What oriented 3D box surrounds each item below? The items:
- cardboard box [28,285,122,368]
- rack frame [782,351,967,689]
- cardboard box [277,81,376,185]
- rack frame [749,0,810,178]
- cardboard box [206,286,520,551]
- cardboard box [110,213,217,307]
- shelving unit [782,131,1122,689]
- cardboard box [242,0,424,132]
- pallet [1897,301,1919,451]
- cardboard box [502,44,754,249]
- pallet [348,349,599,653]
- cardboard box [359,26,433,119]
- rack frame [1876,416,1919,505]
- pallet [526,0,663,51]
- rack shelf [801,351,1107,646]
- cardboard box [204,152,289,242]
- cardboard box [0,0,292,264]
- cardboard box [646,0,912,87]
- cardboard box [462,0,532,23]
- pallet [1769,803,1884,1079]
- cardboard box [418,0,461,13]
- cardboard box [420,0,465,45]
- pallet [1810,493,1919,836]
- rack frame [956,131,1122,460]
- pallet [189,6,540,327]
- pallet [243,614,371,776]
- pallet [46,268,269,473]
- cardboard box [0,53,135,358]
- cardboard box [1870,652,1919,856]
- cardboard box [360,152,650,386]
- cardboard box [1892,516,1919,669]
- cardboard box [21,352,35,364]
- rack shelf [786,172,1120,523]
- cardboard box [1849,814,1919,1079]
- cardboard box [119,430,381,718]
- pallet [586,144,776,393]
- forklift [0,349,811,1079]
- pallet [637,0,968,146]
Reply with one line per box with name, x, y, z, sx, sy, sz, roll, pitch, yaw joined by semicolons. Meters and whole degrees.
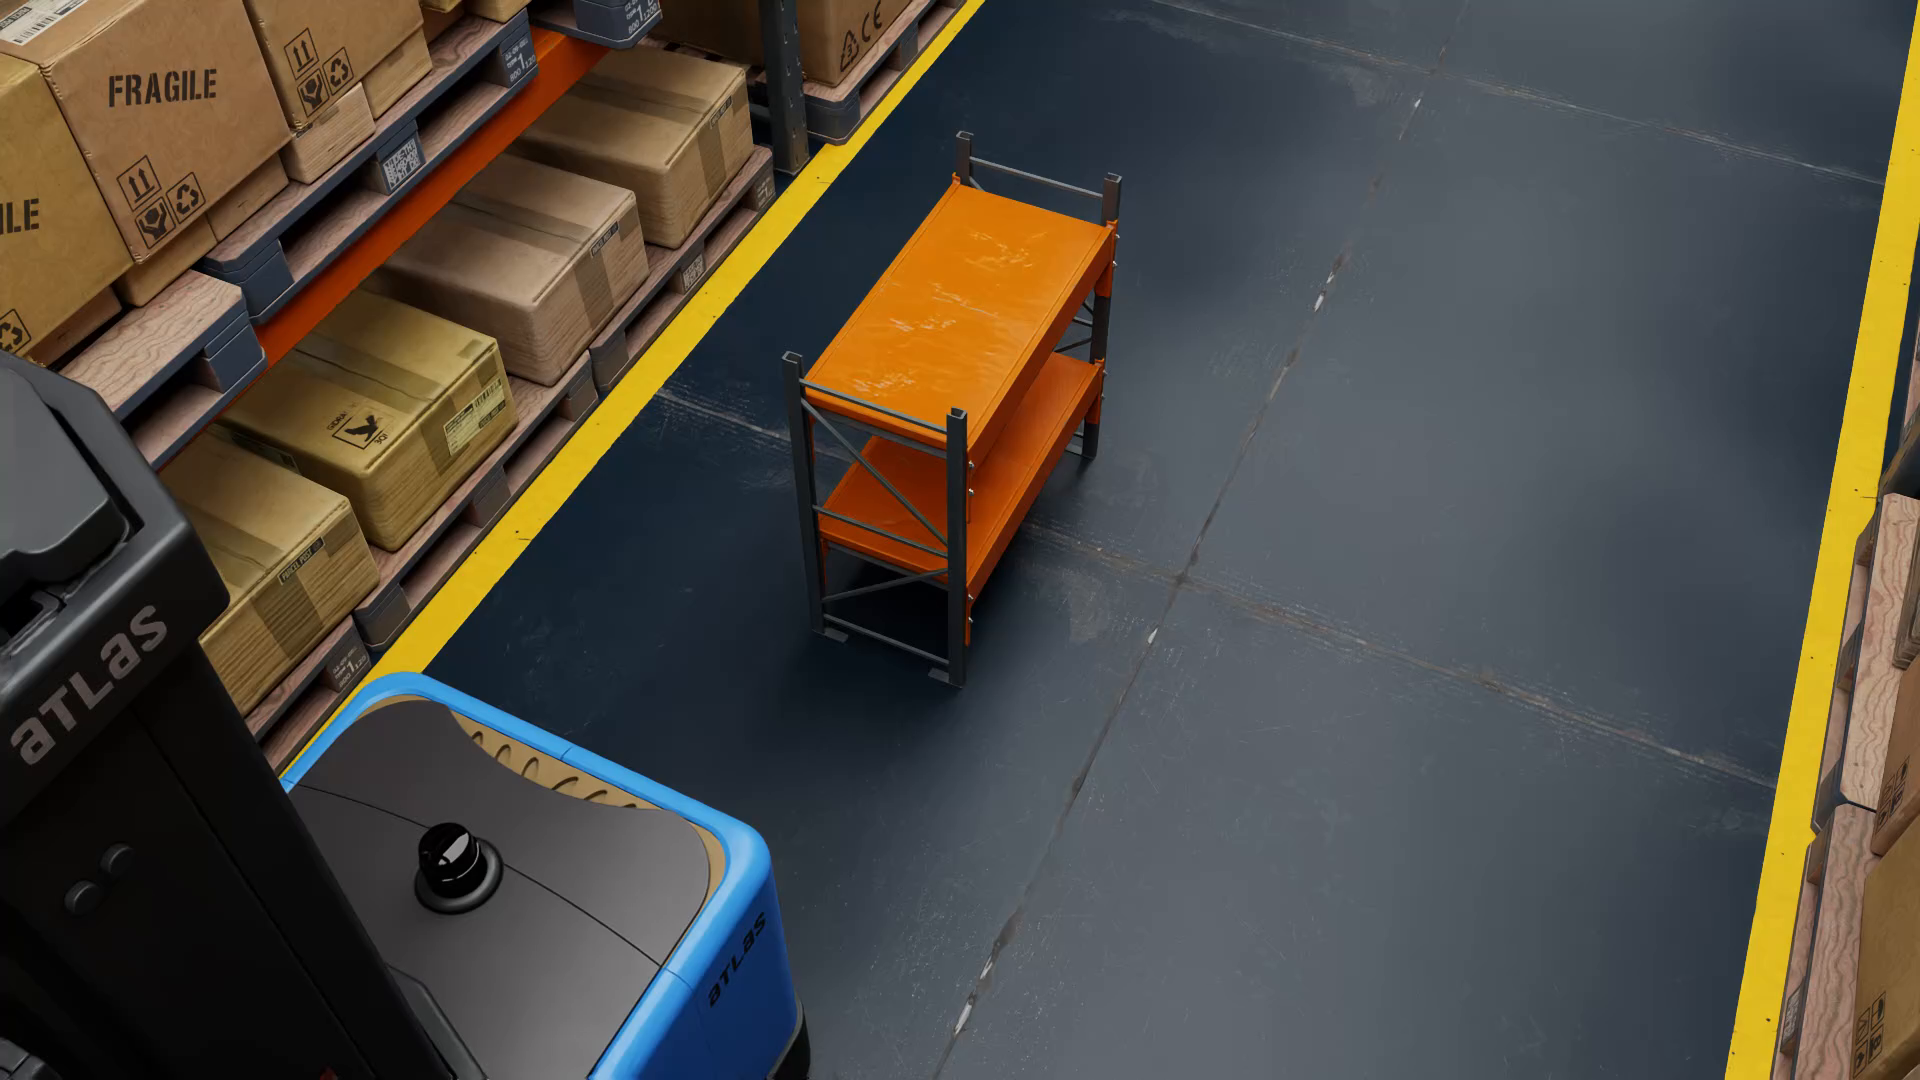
cardboard box;-2.086;-0.547;3.635;0.380;0.149;0.250;23;53;18
rack frame;-0.214;-0.019;4.528;0.500;1.125;0.032;20;52;16
cardboard box;-1.670;-1.046;4.060;0.380;0.149;0.250;22;53;17
rack frame;-1.065;-2.579;5.475;1.000;3.000;0.127;20;52;16
cardboard box;-1.953;-0.447;5.110;0.950;0.372;0.625;21;53;17
cardboard box;-1.938;-0.710;3.774;0.380;0.149;0.250;21;53;17
shelving unit;0.003;-0.369;4.826;0.538;1.125;1.048;20;52;16
cardboard box;-1.668;-1.358;3.899;0.500;0.500;0.500;18;52;15
pallet;3.778;-0.565;5.592;1.003;0.211;1.213;20;52;16
cardboard box;-1.315;-1.478;5.988;0.950;0.372;0.625;17;52;14
pallet;-1.923;-0.301;5.368;1.003;0.211;1.213;20;52;16
cardboard box;-1.583;-1.239;4.224;0.380;0.149;0.250;18;52;15
rack frame;3.424;-0.967;4.103;1.000;3.000;0.127;20;52;16
pallet;-1.273;-1.992;5.101;1.213;0.211;1.003;20;52;16
rack shelf;0.003;-0.211;5.012;0.538;0.278;1.000;20;52;16
cardboard box;-1.831;-0.880;3.918;0.380;0.149;0.250;20;53;16
cardboard box;-1.877;-1.000;3.595;0.500;0.500;0.500;20;52;16
cardboard box;-0.695;-2.476;6.506;0.875;0.875;0.875;19;52;16
cardboard box;-1.328;-1.571;4.506;0.380;0.149;0.250;21;53;17
pallet;2.515;1.328;3.981;1.003;0.211;1.213;20;52;16
cardboard box;-1.433;-1.733;4.219;0.500;0.500;0.500;17;52;14
cardboard box;-1.550;-1.439;4.394;0.380;0.149;0.250;20;53;16
pallet;3.037;0.491;4.694;1.003;0.211;1.213;20;52;16
rack frame;0.220;-0.719;5.123;0.500;1.125;0.032;20;52;16
pallet;-1.874;-1.141;4.377;1.003;0.211;1.213;20;52;16
pallet;-2.443;0.542;4.650;1.003;0.211;1.213;20;52;16
pallet;-2.316;-0.242;3.612;1.003;0.211;1.213;20;52;16
cardboard box;-2.101;-0.665;3.309;0.500;0.500;0.500;20;52;16
cardboard box;2.874;0.544;4.101;0.875;0.625;0.625;21;53;17
cardboard box;-1.623;-0.967;5.553;0.950;0.372;0.625;19;52;15
cardboard box;3.146;0.092;4.486;0.875;0.625;0.625;21;53;17
cardboard box;-2.137;-0.327;3.448;0.380;0.149;0.250;21;53;17
rack shelf;0.003;-0.559;4.603;0.538;0.278;1.000;20;52;16
cardboard box;2.586;1.008;3.706;0.875;0.625;0.625;18;52;15
cardboard box;-2.248;0.032;4.703;0.950;0.372;0.625;23;53;18
pallet;-1.400;-1.138;6.080;1.003;0.211;1.213;20;52;16
forklift;-1.482;1.179;2.322;1.130;2.935;3.031;21;53;17
pallet;-0.660;-2.194;6.978;1.003;0.211;1.213;20;52;16
